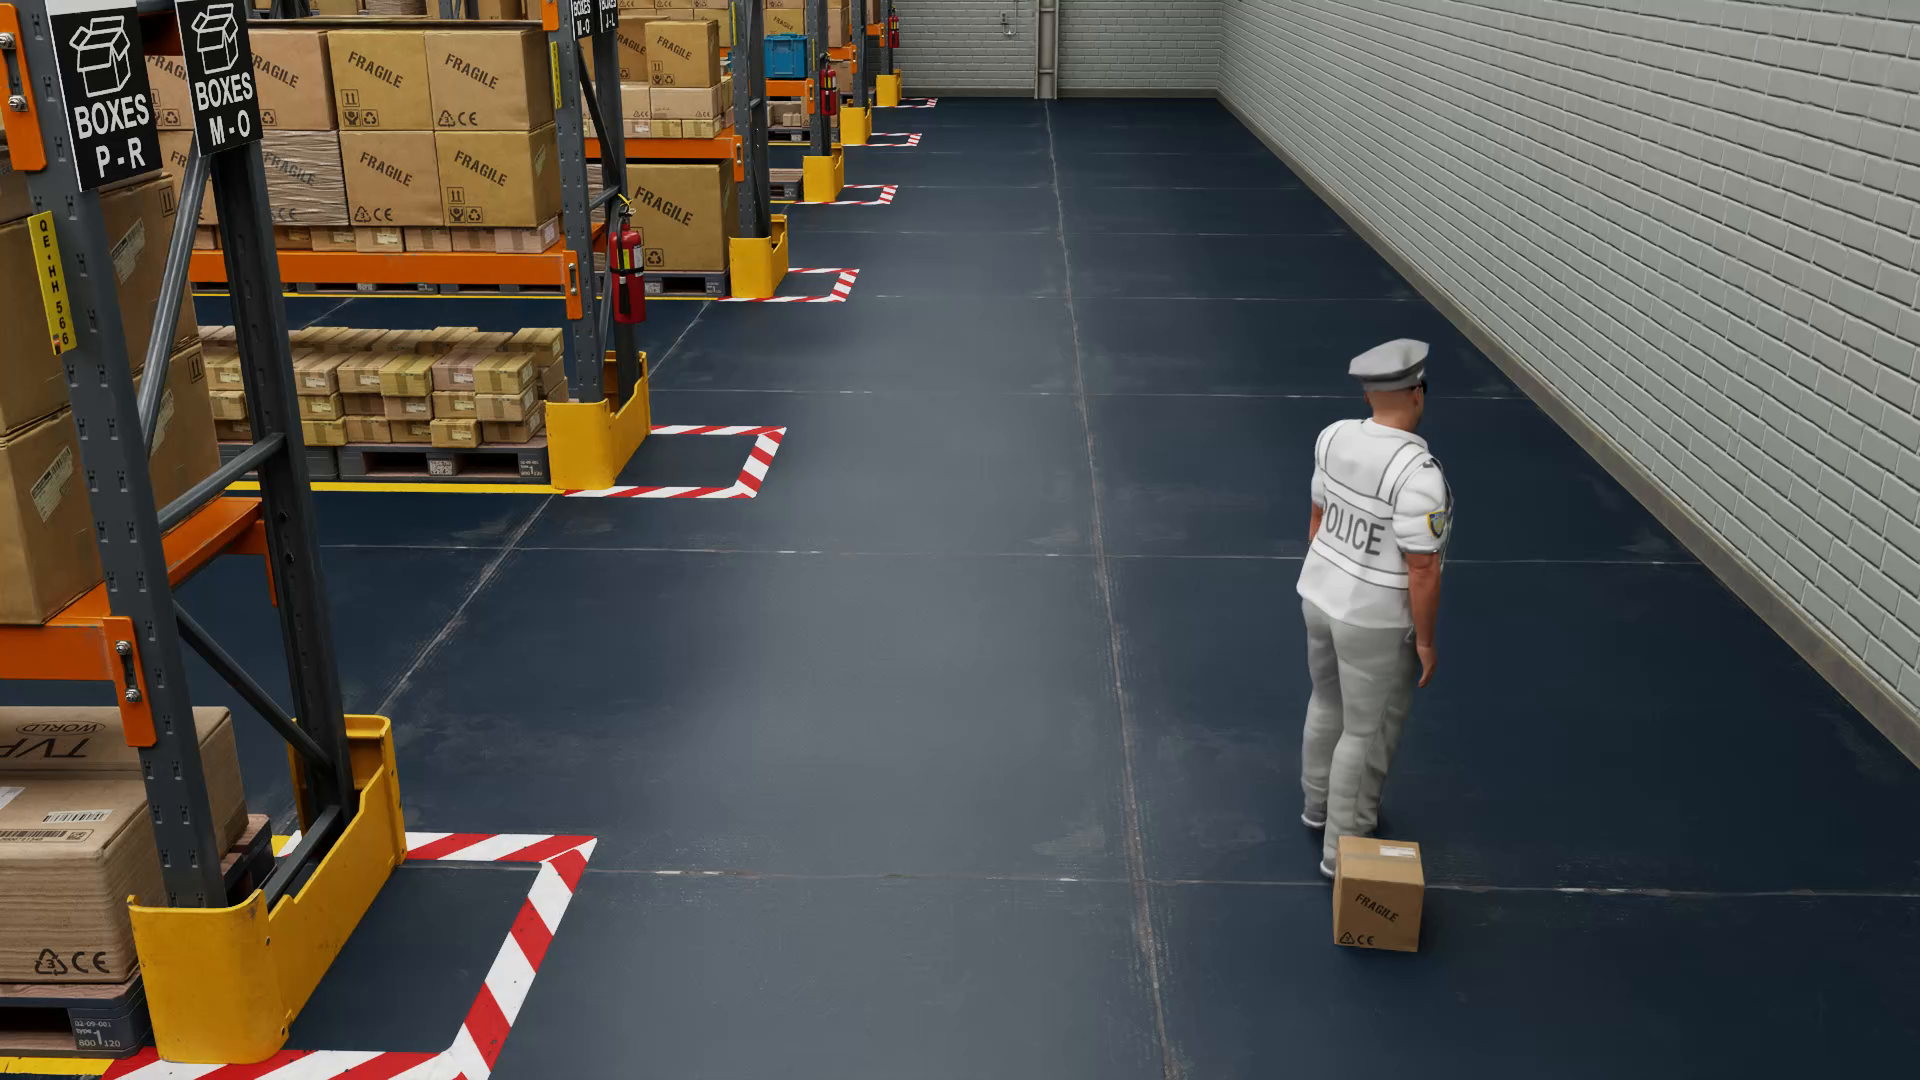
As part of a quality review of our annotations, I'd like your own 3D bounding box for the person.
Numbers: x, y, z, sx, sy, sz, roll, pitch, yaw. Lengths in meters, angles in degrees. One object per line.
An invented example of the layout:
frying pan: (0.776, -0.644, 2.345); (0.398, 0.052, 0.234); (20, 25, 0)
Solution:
person: (1.352, 0.229, 5.383); (0.465, 1.763, 0.622); (-9, 23, -23)
